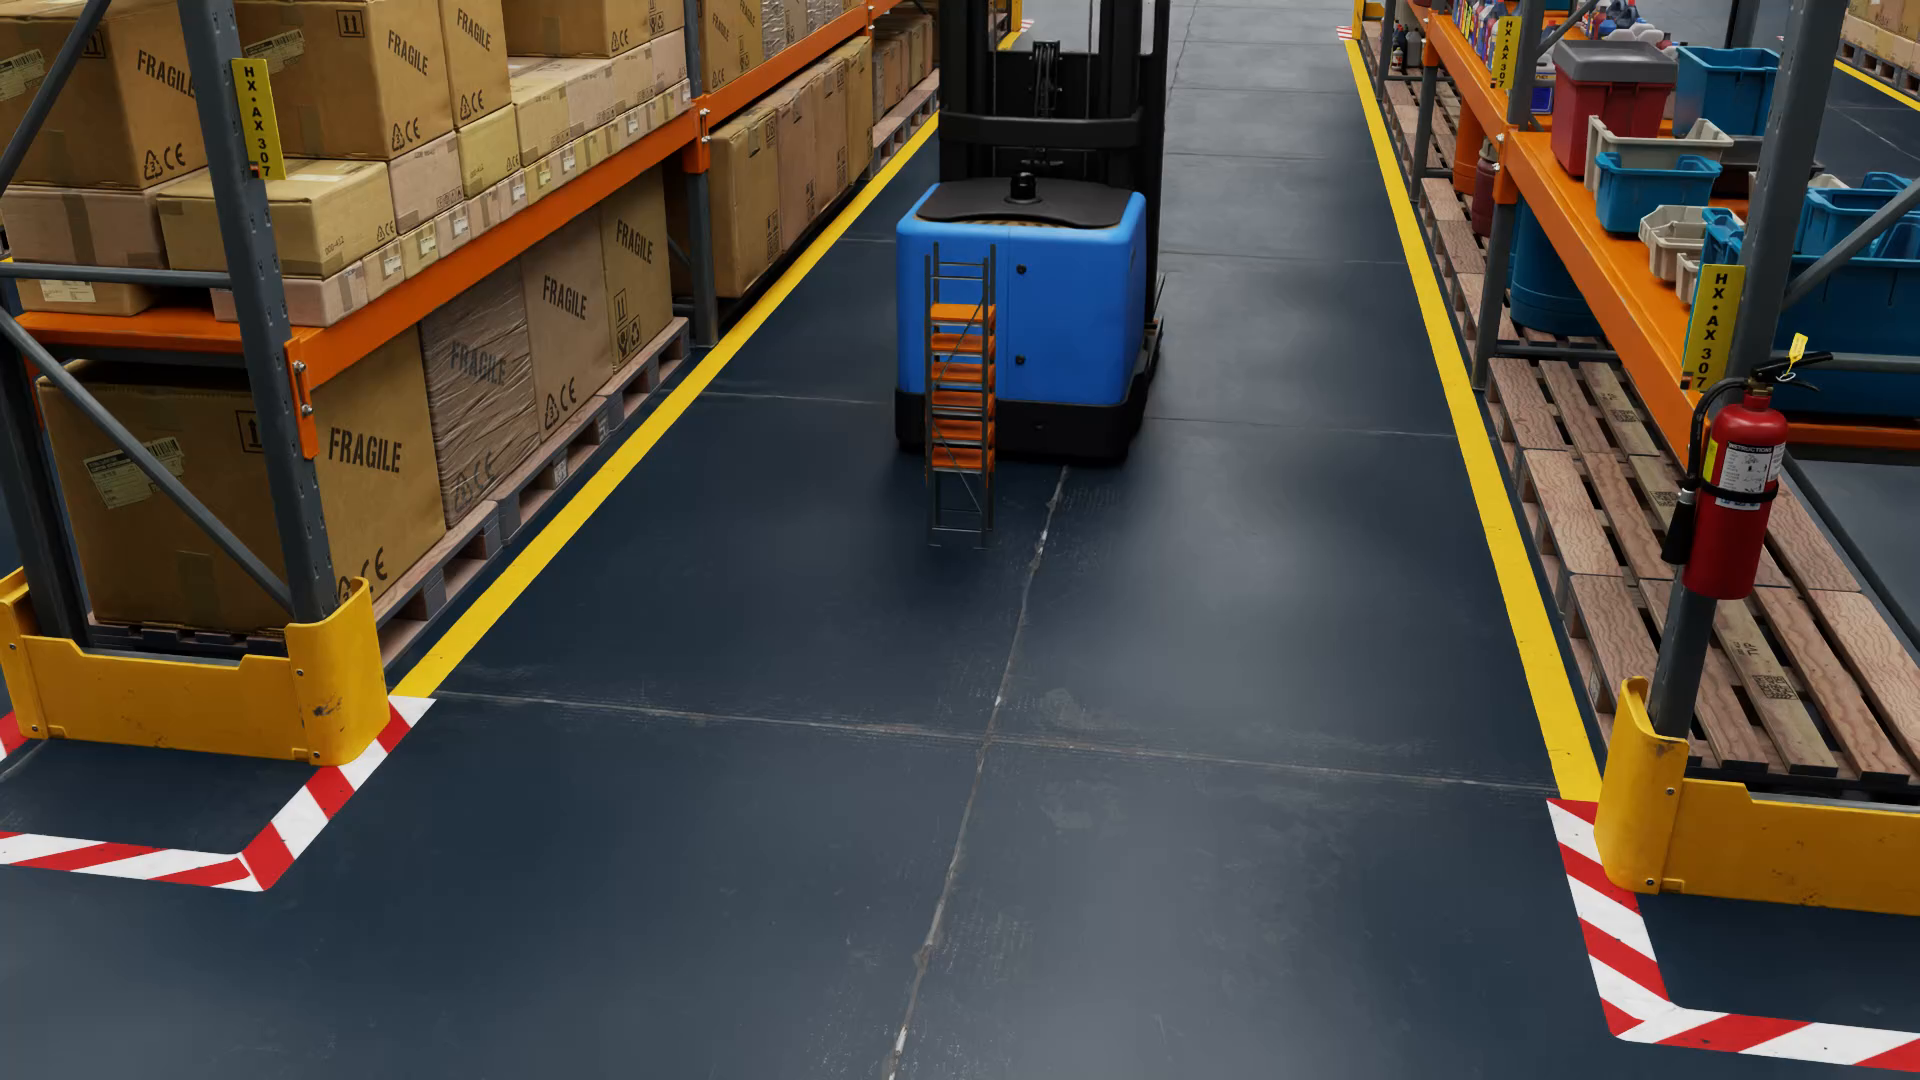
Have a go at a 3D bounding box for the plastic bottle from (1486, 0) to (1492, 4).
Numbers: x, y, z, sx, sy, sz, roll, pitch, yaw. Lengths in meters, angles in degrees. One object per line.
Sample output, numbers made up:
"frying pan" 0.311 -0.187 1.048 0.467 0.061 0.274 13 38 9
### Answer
"plastic bottle" 3.275 -3.305 10.425 0.097 0.271 0.097 0 25 0

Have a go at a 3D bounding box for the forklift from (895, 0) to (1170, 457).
"forklift" 0.487 -2.293 8.192 1.130 2.935 3.031 5 25 10

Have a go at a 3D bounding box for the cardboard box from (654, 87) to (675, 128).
"cardboard box" -1.582 -2.065 7.919 0.380 0.149 0.250 5 25 10

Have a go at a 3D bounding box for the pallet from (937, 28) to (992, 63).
"pallet" -0.234 -5.315 17.855 1.003 0.211 1.213 4 25 9

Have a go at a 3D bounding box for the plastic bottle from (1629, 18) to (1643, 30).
"plastic bottle" 3.775 -2.774 9.290 0.097 0.271 0.097 0 25 0

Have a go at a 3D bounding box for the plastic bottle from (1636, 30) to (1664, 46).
"plastic bottle" 3.676 -2.592 8.895 0.152 0.276 0.135 4 25 9

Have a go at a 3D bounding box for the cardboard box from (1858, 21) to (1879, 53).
"cardboard box" 9.453 -5.085 16.824 0.500 0.250 0.500 4 25 9

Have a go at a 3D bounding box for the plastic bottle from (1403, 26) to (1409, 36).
"plastic bottle" 4.391 -4.917 16.401 0.061 0.283 0.133 4 25 9

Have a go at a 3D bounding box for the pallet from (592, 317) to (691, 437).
"pallet" -2.015 -0.861 8.341 1.003 0.211 1.213 4 25 9

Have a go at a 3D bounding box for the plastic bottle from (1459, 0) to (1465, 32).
"plastic bottle" 3.261 -3.358 10.533 0.152 0.276 0.135 4 25 9

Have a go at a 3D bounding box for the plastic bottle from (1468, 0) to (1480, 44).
"plastic bottle" 3.156 -3.157 10.109 0.097 0.271 0.097 0 25 0

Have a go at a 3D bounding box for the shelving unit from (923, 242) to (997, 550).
"shelving unit" 0.002 -0.549 6.509 0.258 1.200 0.189 4 25 9

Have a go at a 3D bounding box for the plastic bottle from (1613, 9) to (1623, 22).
"plastic bottle" 3.783 -2.908 9.562 0.061 0.283 0.133 4 25 9

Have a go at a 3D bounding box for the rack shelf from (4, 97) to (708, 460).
"rack shelf" -2.140 -1.274 6.783 1.077 0.370 4.000 4 25 9

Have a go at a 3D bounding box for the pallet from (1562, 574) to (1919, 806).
"pallet" 2.592 0.500 5.433 1.003 0.211 1.213 4 25 9

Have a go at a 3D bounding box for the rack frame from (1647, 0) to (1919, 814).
"rack frame" 2.419 -0.421 4.110 1.000 3.000 0.127 4 25 9

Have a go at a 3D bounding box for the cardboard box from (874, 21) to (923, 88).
"cardboard box" -0.724 -4.396 15.033 0.700 0.500 0.500 4 25 8

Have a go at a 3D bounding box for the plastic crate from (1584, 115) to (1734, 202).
"plastic crate" 2.642 -1.441 6.360 0.437 0.282 0.530 4 25 9

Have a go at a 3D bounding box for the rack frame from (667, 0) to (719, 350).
"rack frame" -1.814 -2.437 8.417 1.000 3.000 0.127 4 25 9

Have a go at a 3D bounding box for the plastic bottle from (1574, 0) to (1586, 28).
"plastic bottle" 4.044 -3.431 10.776 0.097 0.201 0.097 0 25 0

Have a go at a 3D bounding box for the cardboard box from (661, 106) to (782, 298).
"cardboard box" -1.729 -1.934 9.354 1.225 0.875 0.875 4 25 9

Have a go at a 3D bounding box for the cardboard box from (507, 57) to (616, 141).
"cardboard box" -1.792 -1.871 7.034 0.500 0.250 0.500 5 25 10

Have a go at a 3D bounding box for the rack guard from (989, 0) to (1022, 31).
"rack guard" 0.135 -6.292 19.602 1.175 0.500 0.348 4 25 9

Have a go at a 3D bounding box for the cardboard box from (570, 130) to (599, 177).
"cardboard box" -1.750 -1.635 7.002 0.380 0.149 0.250 4 25 8

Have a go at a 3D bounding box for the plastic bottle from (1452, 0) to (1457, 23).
"plastic bottle" 3.337 -3.552 10.946 0.152 0.276 0.135 4 25 9

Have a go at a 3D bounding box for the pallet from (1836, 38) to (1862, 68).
"pallet" 9.836 -5.182 17.572 1.003 0.211 1.213 4 25 9

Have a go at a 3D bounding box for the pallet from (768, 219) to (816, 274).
"pallet" -1.565 -2.013 10.803 1.003 0.211 1.213 4 25 9

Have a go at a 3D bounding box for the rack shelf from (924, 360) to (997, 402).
"rack shelf" 0.002 -0.618 6.477 0.258 0.103 0.180 4 25 9

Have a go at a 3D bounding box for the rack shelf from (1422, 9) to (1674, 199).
"rack shelf" 3.400 -2.604 9.624 1.077 0.370 4.000 4 25 9

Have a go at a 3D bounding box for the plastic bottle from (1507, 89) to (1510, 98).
"plastic bottle" 2.878 -2.377 8.437 0.152 0.276 0.135 4 25 9

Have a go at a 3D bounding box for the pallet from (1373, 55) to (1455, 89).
"pallet" 4.531 -4.455 16.018 1.003 0.211 1.213 4 25 9

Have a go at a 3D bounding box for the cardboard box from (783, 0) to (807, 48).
"cardboard box" -1.249 -3.293 10.129 0.500 0.500 0.500 5 25 10

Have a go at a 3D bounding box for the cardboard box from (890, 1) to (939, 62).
"cardboard box" -0.401 -5.005 16.358 0.500 0.500 0.500 3 25 7

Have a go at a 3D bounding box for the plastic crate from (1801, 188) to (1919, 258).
"plastic crate" 2.999 -1.003 5.481 0.416 0.233 0.300 4 25 9

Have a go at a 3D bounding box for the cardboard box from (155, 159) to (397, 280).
"cardboard box" -2.122 -1.013 5.201 0.500 0.250 0.500 3 25 7

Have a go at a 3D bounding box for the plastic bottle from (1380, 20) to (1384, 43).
"plastic bottle" 4.375 -5.251 17.116 0.061 0.283 0.133 4 25 9

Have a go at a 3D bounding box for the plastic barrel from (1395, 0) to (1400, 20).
"plastic barrel" 5.002 -5.895 18.246 0.421 0.512 0.421 0 25 0

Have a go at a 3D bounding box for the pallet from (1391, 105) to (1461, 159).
"pallet" 4.093 -3.334 13.623 1.003 0.211 1.213 4 25 9

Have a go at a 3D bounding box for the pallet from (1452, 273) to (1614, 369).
"pallet" 3.240 -1.150 8.959 1.003 0.211 1.213 4 25 9

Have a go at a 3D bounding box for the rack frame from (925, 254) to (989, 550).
"rack frame" -0.013 -0.511 6.427 0.240 1.200 0.006 4 25 9

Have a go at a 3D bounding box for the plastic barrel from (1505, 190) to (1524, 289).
"plastic barrel" 3.294 -1.856 9.156 0.600 0.901 0.708 4 25 9

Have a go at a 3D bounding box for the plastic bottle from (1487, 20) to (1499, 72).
"plastic bottle" 3.020 -2.742 9.215 0.152 0.276 0.135 4 25 9

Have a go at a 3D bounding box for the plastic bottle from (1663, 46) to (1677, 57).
"plastic bottle" 3.584 -2.358 8.395 0.152 0.276 0.135 4 25 9

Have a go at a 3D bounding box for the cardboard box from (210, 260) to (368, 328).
"cardboard box" -2.084 -0.776 5.165 0.380 0.149 0.250 4 25 9

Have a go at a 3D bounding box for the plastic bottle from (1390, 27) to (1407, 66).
"plastic bottle" 4.201 -4.728 15.919 0.144 0.351 0.185 3 25 7

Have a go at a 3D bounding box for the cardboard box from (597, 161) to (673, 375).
"cardboard box" -2.000 -1.394 8.201 0.875 0.875 0.875 4 25 9

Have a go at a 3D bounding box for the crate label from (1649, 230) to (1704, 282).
"crate label" 2.457 -0.920 5.418 0.396 0.136 0.243 4 25 9

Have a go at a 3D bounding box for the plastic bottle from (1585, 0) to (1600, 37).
"plastic bottle" 3.975 -3.285 10.381 0.097 0.271 0.097 0 25 0

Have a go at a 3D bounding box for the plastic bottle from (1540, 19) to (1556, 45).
"plastic bottle" 3.073 -2.546 8.708 0.144 0.351 0.185 4 25 9

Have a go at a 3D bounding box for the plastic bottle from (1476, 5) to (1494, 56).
"plastic bottle" 3.110 -2.972 9.707 0.152 0.276 0.135 4 25 9

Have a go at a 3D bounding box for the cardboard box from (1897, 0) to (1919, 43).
"cardboard box" 9.298 -5.006 15.770 0.500 0.500 0.500 4 25 9

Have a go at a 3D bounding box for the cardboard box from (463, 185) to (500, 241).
"cardboard box" -1.918 -1.205 6.083 0.380 0.149 0.250 4 25 7

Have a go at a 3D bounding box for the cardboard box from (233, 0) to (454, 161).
"cardboard box" -2.041 -1.561 5.489 0.500 0.500 0.500 3 25 7

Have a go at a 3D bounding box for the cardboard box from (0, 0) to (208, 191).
"cardboard box" -2.647 -1.392 5.127 0.500 0.500 0.500 4 25 9
